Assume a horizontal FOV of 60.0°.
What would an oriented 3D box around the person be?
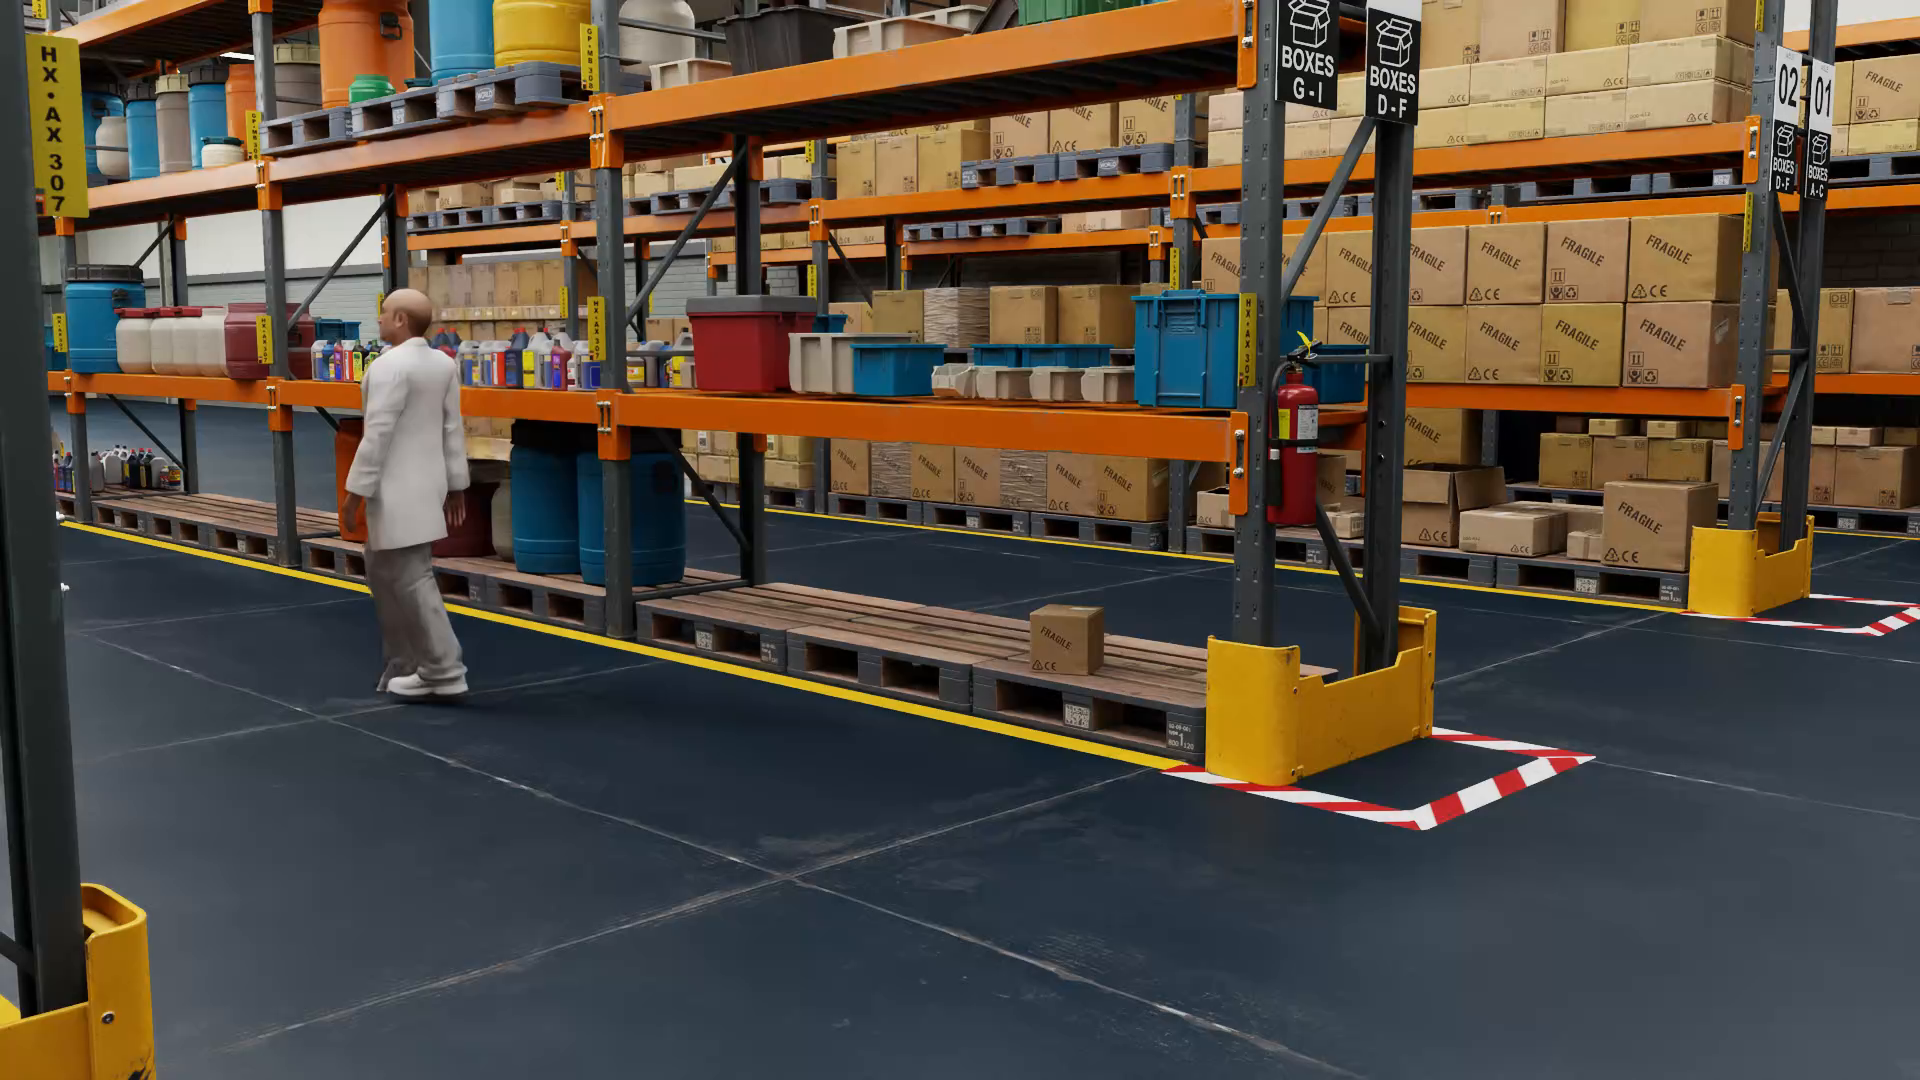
[{"bbox_3d":[-2.420,-0.168,7.269,0.570,1.843,0.627,1,7,10],"label":"person"}]
